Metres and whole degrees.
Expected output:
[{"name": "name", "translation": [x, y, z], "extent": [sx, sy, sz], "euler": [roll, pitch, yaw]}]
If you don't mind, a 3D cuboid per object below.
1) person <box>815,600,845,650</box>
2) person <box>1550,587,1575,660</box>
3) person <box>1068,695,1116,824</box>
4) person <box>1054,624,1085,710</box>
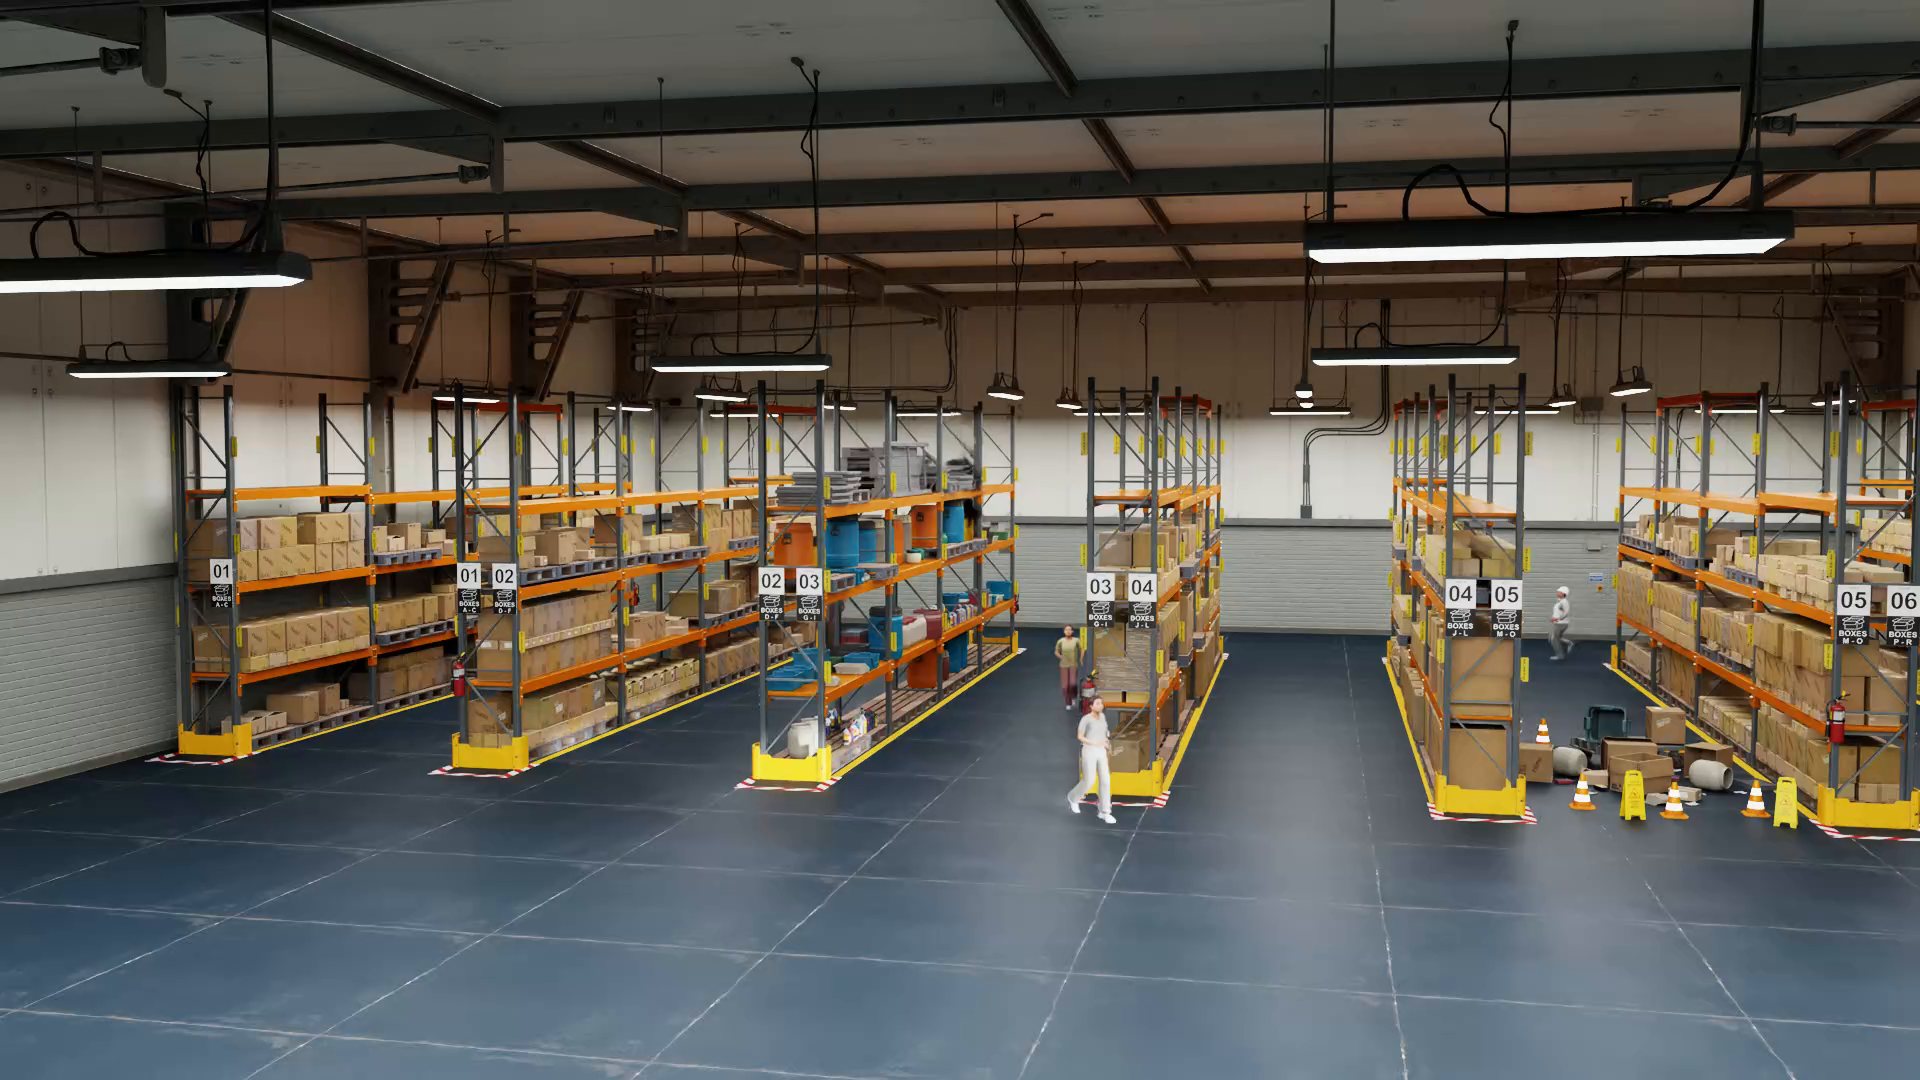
[{"name": "person", "translation": [-2.907, 1.794, 36.769], "extent": [0.709, 1.752, 0.683], "euler": [0, 3, 4]}, {"name": "person", "translation": [14.173, 1.957, 39.118], "extent": [0.590, 1.730, 0.670], "euler": [1, 3, 12]}, {"name": "person", "translation": [1.792, 2.913, 22.368], "extent": [0.588, 1.686, 0.851], "euler": [-2, 4, -37]}, {"name": "person", "translation": [2.060, 2.406, 31.384], "extent": [0.565, 1.630, 0.559], "euler": [0, 3, 8]}]
